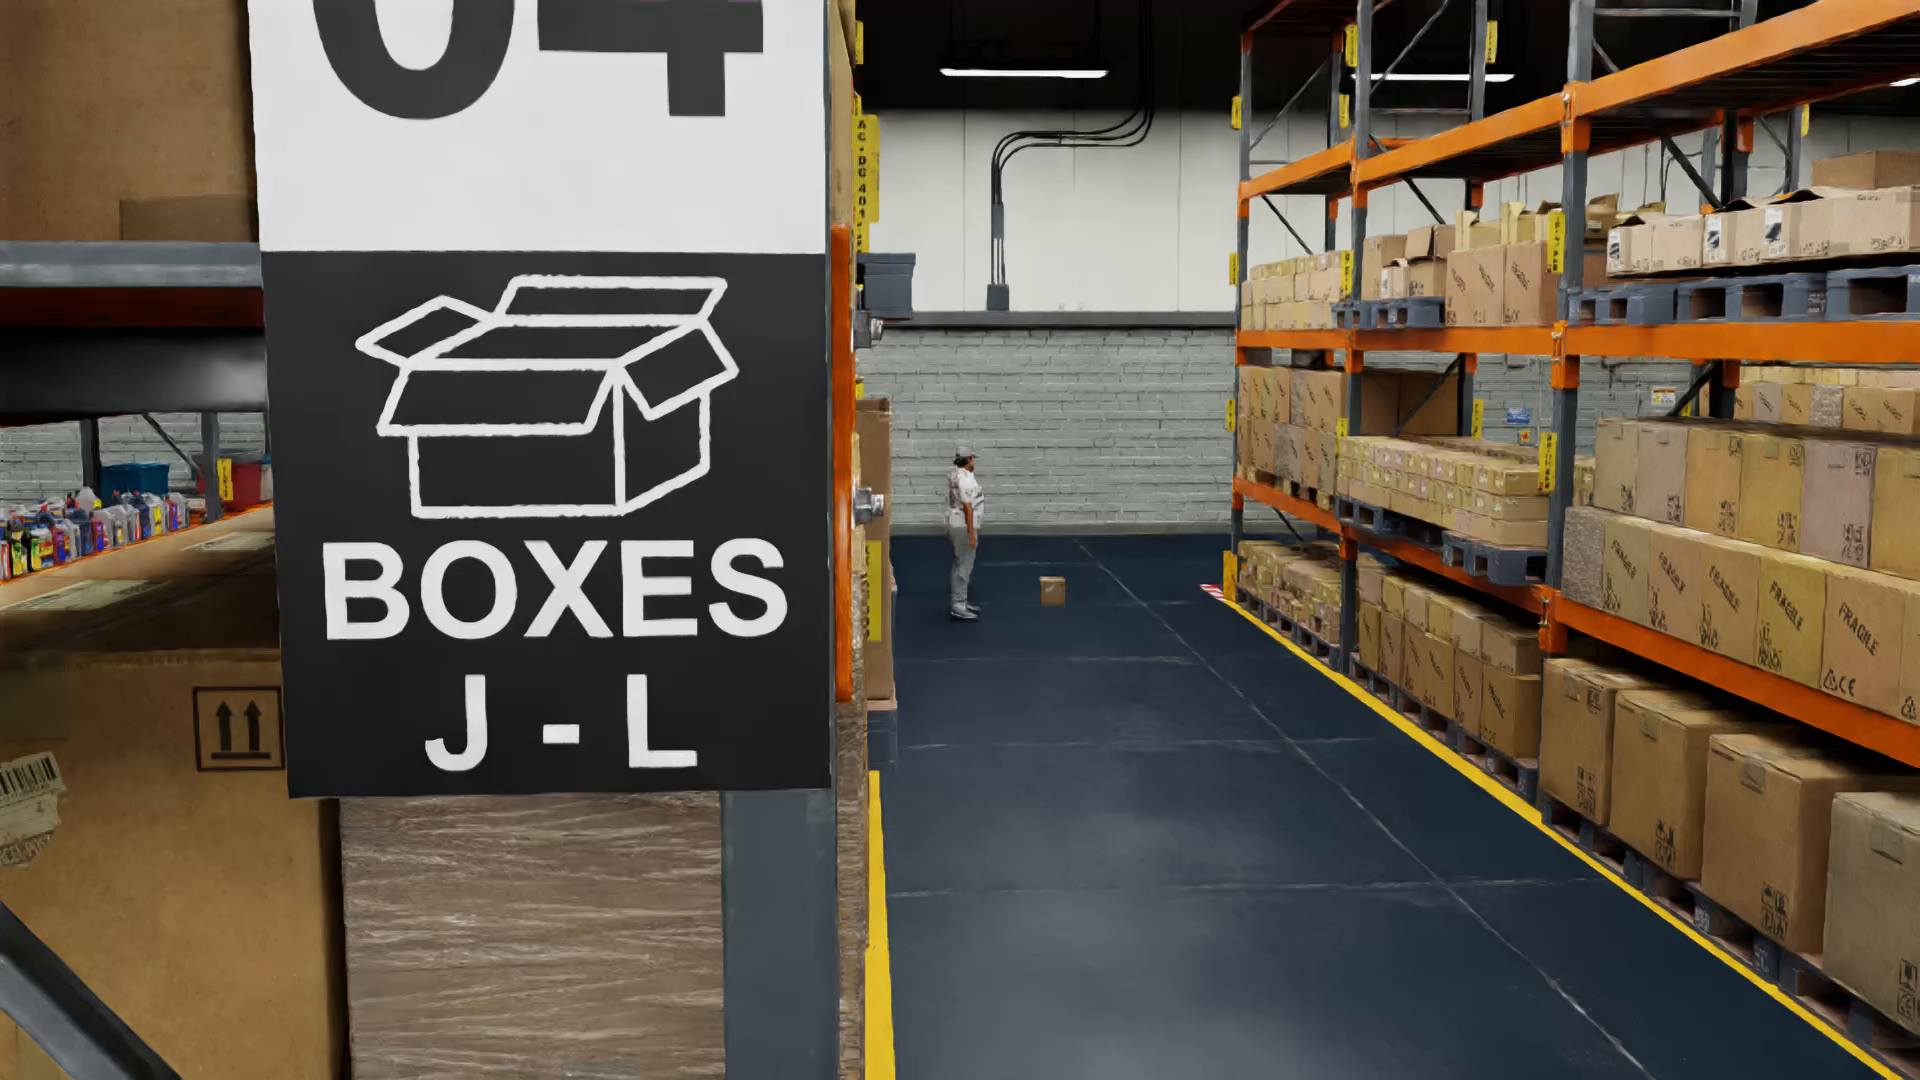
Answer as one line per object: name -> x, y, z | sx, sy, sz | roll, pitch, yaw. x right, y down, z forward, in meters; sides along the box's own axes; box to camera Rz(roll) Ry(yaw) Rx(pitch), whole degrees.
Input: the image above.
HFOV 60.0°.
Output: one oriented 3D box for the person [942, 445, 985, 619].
person -> 0.037, -0.090, 16.302 | 0.386, 1.675, 0.564 | -2, 7, -13
